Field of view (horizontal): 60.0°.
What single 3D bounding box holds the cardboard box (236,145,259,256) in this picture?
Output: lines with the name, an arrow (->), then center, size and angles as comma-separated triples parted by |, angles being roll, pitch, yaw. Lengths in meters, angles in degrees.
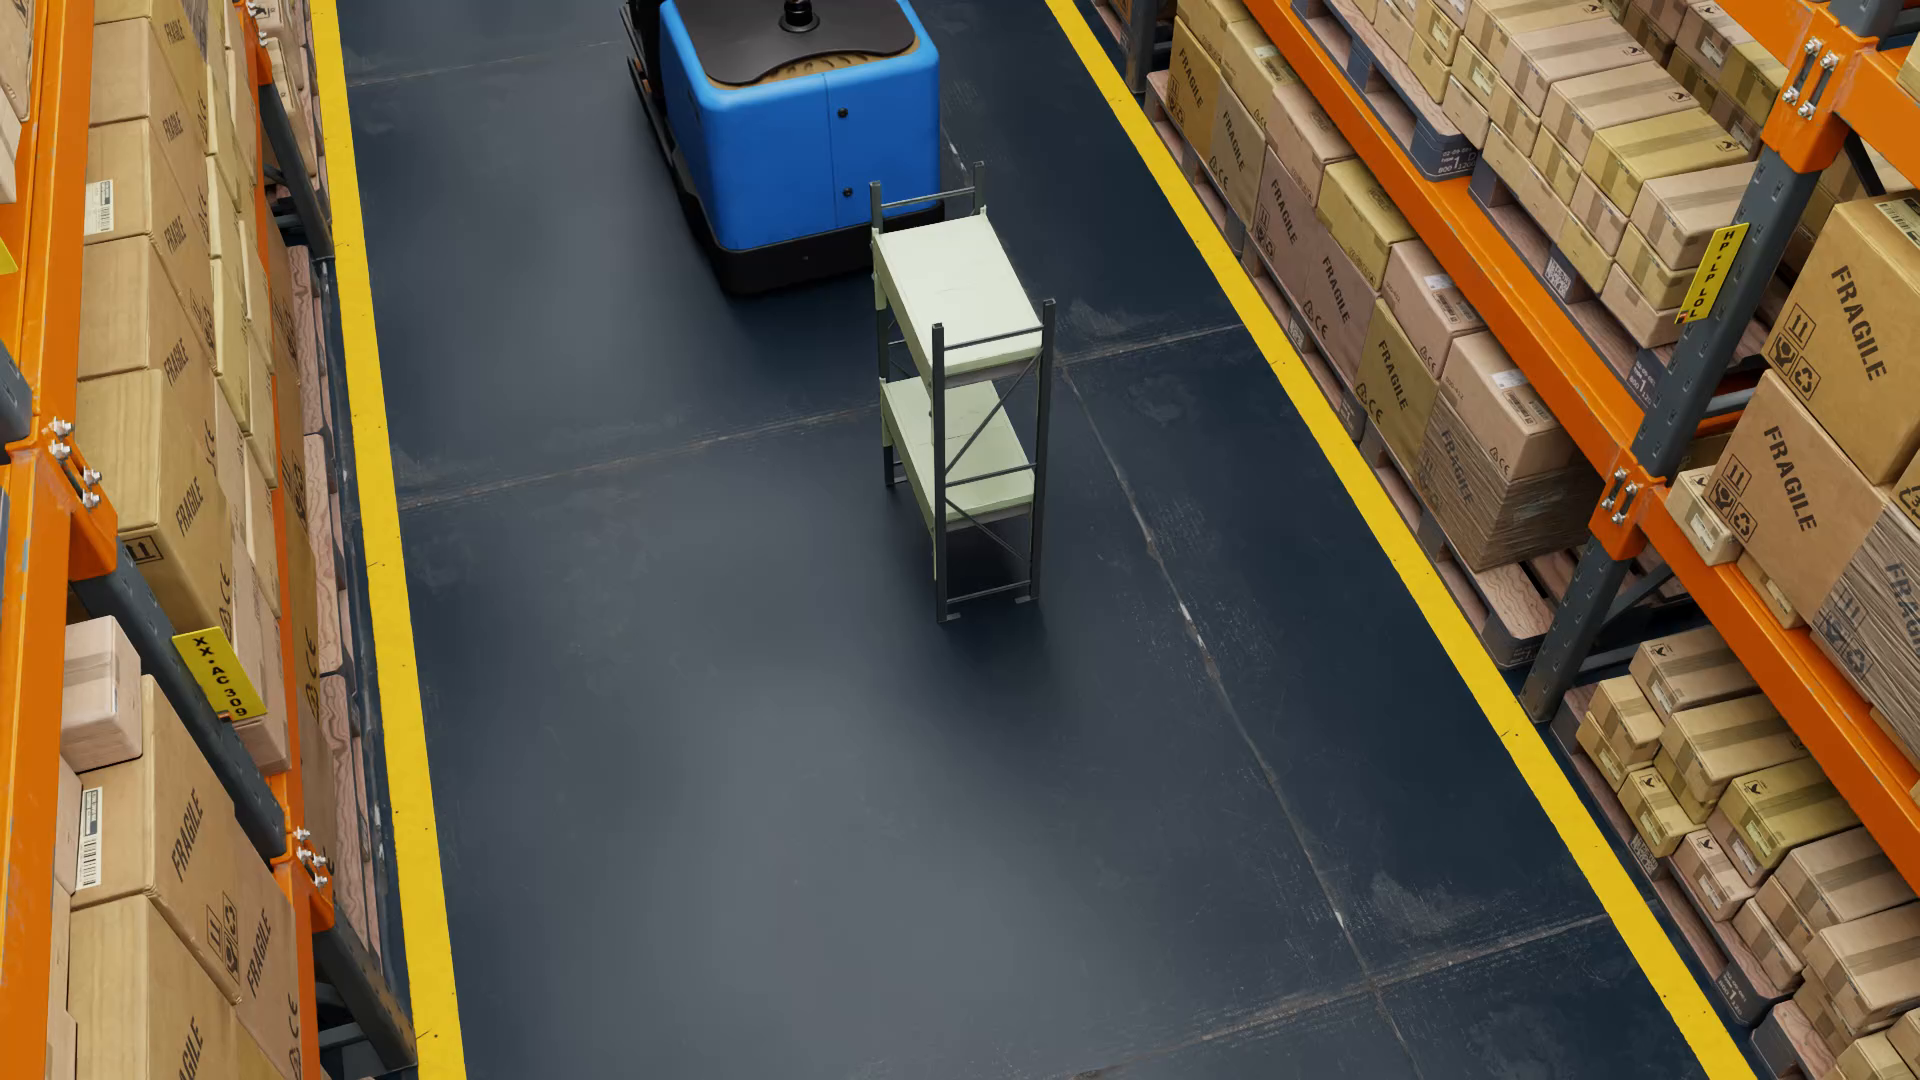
cardboard box -> -2.662, -1.087, 5.592 | 0.500, 0.250, 0.500 | -14, 51, -11

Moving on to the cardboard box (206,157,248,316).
cardboard box -> -2.493, -0.881, 5.092 | 0.500, 0.250, 0.500 | -15, 51, -12

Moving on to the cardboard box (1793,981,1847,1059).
cardboard box -> 2.761, 1.391, 4.995 | 0.380, 0.149, 0.250 | -15, 52, -13

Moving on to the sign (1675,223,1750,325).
sign -> 1.994, -0.703, 4.414 | 0.100, 0.325, 0.005 | -13, 51, -11

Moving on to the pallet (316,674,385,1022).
pallet -> -2.476, 1.087, 5.485 | 1.003, 0.211, 1.213 | -13, 51, -11

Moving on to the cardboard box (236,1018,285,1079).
cardboard box -> -1.637, 1.358, 3.368 | 0.500, 0.500, 0.500 | -14, 51, -12

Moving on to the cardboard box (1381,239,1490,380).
cardboard box -> 1.922, -0.895, 6.202 | 0.500, 0.250, 0.500 | -11, 51, -9

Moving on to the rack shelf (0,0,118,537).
rack shelf -> -2.767, -1.461, 4.318 | 1.077, 0.370, 4.000 | -13, 51, -11

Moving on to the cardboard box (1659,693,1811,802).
cardboard box -> 2.452, 0.646, 5.234 | 0.380, 0.149, 0.250 | -11, 51, -9

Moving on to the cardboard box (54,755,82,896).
cardboard box -> -1.807, 0.541, 2.978 | 0.380, 0.149, 0.250 | -12, 51, -10

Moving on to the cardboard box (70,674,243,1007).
cardboard box -> -1.773, 0.662, 3.300 | 0.500, 0.500, 0.500 | -14, 51, -11

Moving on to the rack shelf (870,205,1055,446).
rack shelf -> -0.002, -0.740, 5.672 | 0.431, 0.370, 0.720 | -13, 51, -11

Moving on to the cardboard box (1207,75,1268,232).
cardboard box -> 1.457, -1.769, 7.429 | 0.500, 0.500, 0.500 | -13, 51, -11

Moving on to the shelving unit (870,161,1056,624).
shelving unit -> -0.002, -0.488, 5.970 | 0.431, 1.500, 0.755 | -13, 51, -11

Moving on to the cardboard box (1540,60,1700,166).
cardboard box -> 2.063, -1.339, 5.207 | 0.380, 0.149, 0.250 | -15, 51, -12

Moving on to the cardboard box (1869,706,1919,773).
cardboard box -> 2.645, 0.458, 4.356 | 0.380, 0.149, 0.250 | -15, 52, -13

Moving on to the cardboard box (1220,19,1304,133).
cardboard box -> 1.463, -2.023, 7.153 | 0.500, 0.250, 0.500 | -14, 51, -11

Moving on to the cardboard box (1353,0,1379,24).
cardboard box -> 1.673, -2.094, 6.233 | 0.380, 0.149, 0.250 | -13, 51, -10

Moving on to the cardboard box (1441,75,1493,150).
cardboard box -> 1.905, -1.515, 5.745 | 0.380, 0.149, 0.250 | -15, 52, -13

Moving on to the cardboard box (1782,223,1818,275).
cardboard box -> 2.846, -0.904, 5.230 | 0.380, 0.149, 0.250 | -16, 52, -13

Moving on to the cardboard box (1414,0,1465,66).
cardboard box -> 1.823, -1.817, 5.804 | 0.380, 0.149, 0.250 | -13, 51, -11

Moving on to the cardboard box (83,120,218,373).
cardboard box -> -2.354, -0.738, 4.481 | 0.500, 0.500, 0.500 | -14, 51, -12

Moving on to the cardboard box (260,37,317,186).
cardboard box -> -3.516, -1.890, 7.615 | 0.950, 0.372, 0.625 | -16, 52, -13

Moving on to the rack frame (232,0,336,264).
rack frame -> -3.359, -2.187, 6.421 | 1.000, 3.000, 0.127 | -13, 51, -11

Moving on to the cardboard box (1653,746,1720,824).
cardboard box -> 2.485, 0.731, 5.357 | 0.380, 0.149, 0.250 | -13, 51, -11

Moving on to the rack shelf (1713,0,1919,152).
rack shelf -> 1.931, -2.654, 5.324 | 1.077, 0.370, 4.000 | -13, 51, -11

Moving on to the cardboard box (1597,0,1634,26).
cardboard box -> 2.453, -1.958, 5.923 | 0.380, 0.149, 0.250 | -14, 51, -12

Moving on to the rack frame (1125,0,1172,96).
rack frame -> 1.340, -3.380, 7.427 | 1.000, 3.000, 0.127 | -13, 51, -11

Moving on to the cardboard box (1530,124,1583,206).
cardboard box -> 2.067, -1.229, 5.309 | 0.380, 0.149, 0.250 | -11, 51, -9

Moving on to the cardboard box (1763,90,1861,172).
cardboard box -> 2.757, -1.299, 5.173 | 0.380, 0.149, 0.250 | -12, 51, -10

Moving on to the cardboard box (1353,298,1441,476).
cardboard box -> 1.912, -0.646, 6.483 | 0.500, 0.500, 0.500 | -14, 51, -12

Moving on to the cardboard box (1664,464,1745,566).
cardboard box -> 2.294, -0.097, 4.823 | 0.380, 0.149, 0.250 | -12, 51, -10

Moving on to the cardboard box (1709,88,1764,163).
cardboard box -> 2.690, -1.378, 5.434 | 0.380, 0.149, 0.250 | -12, 51, -10

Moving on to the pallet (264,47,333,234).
pallet -> -3.589, -1.859, 7.969 | 1.003, 0.211, 1.213 | -13, 51, -11

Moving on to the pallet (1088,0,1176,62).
pallet -> 1.179, -3.074, 8.993 | 1.003, 0.211, 1.213 | -13, 51, -11

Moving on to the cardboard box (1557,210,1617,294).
cardboard box -> 2.139, -0.948, 5.266 | 0.380, 0.149, 0.250 | -13, 51, -11

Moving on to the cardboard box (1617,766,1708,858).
cardboard box -> 2.402, 0.858, 5.444 | 0.380, 0.149, 0.250 | -12, 51, -10

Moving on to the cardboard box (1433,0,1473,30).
cardboard box -> 1.833, -1.906, 5.685 | 0.380, 0.149, 0.250 | -15, 52, -13

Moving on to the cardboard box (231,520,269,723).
cardboard box -> -2.037, 0.237, 4.149 | 0.500, 0.250, 0.500 | -15, 51, -12

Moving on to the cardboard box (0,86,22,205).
cardboard box -> -1.990, -0.769, 3.077 | 0.396, 0.266, 0.258 | -14, 51, -11

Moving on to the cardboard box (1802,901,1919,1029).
cardboard box -> 2.670, 1.210, 4.759 | 0.380, 0.149, 0.250 | -12, 51, -10

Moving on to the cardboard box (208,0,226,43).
cardboard box -> -2.973, -2.003, 6.038 | 0.500, 0.250, 0.500 | -13, 51, -11

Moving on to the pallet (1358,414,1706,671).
pallet -> 2.291, -0.128, 6.509 | 1.003, 0.211, 1.213 | -13, 51, -11

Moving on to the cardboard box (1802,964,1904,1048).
cardboard box -> 2.727, 1.305, 4.873 | 0.380, 0.149, 0.250 | -11, 51, -9

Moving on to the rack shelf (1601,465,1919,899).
rack shelf -> 3.114, 1.234, 4.008 | 1.077, 0.370, 4.000 | -13, 51, -11

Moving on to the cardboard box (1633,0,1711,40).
cardboard box -> 2.536, -1.856, 5.643 | 0.380, 0.149, 0.250 | -14, 51, -11

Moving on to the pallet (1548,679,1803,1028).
pallet -> 2.755, 0.923, 5.624 | 1.003, 0.211, 1.213 | -13, 51, -11

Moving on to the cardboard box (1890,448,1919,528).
cardboard box -> 2.591, -0.149, 3.789 | 0.500, 0.500, 0.500 | -15, 51, -12

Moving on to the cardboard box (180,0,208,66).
cardboard box -> -2.797, -1.850, 5.418 | 0.500, 0.500, 0.500 | -13, 51, -10

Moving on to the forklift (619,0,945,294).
forklift -> -1.041, -3.187, 7.310 | 1.130, 2.935, 3.031 | -15, 52, -12

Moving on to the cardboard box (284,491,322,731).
cardboard box -> -2.710, 0.191, 5.531 | 0.875, 0.875, 0.875 | -12, 51, -10

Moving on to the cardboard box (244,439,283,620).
cardboard box -> -2.208, 0.024, 4.655 | 0.500, 0.250, 0.500 | -14, 51, -12
